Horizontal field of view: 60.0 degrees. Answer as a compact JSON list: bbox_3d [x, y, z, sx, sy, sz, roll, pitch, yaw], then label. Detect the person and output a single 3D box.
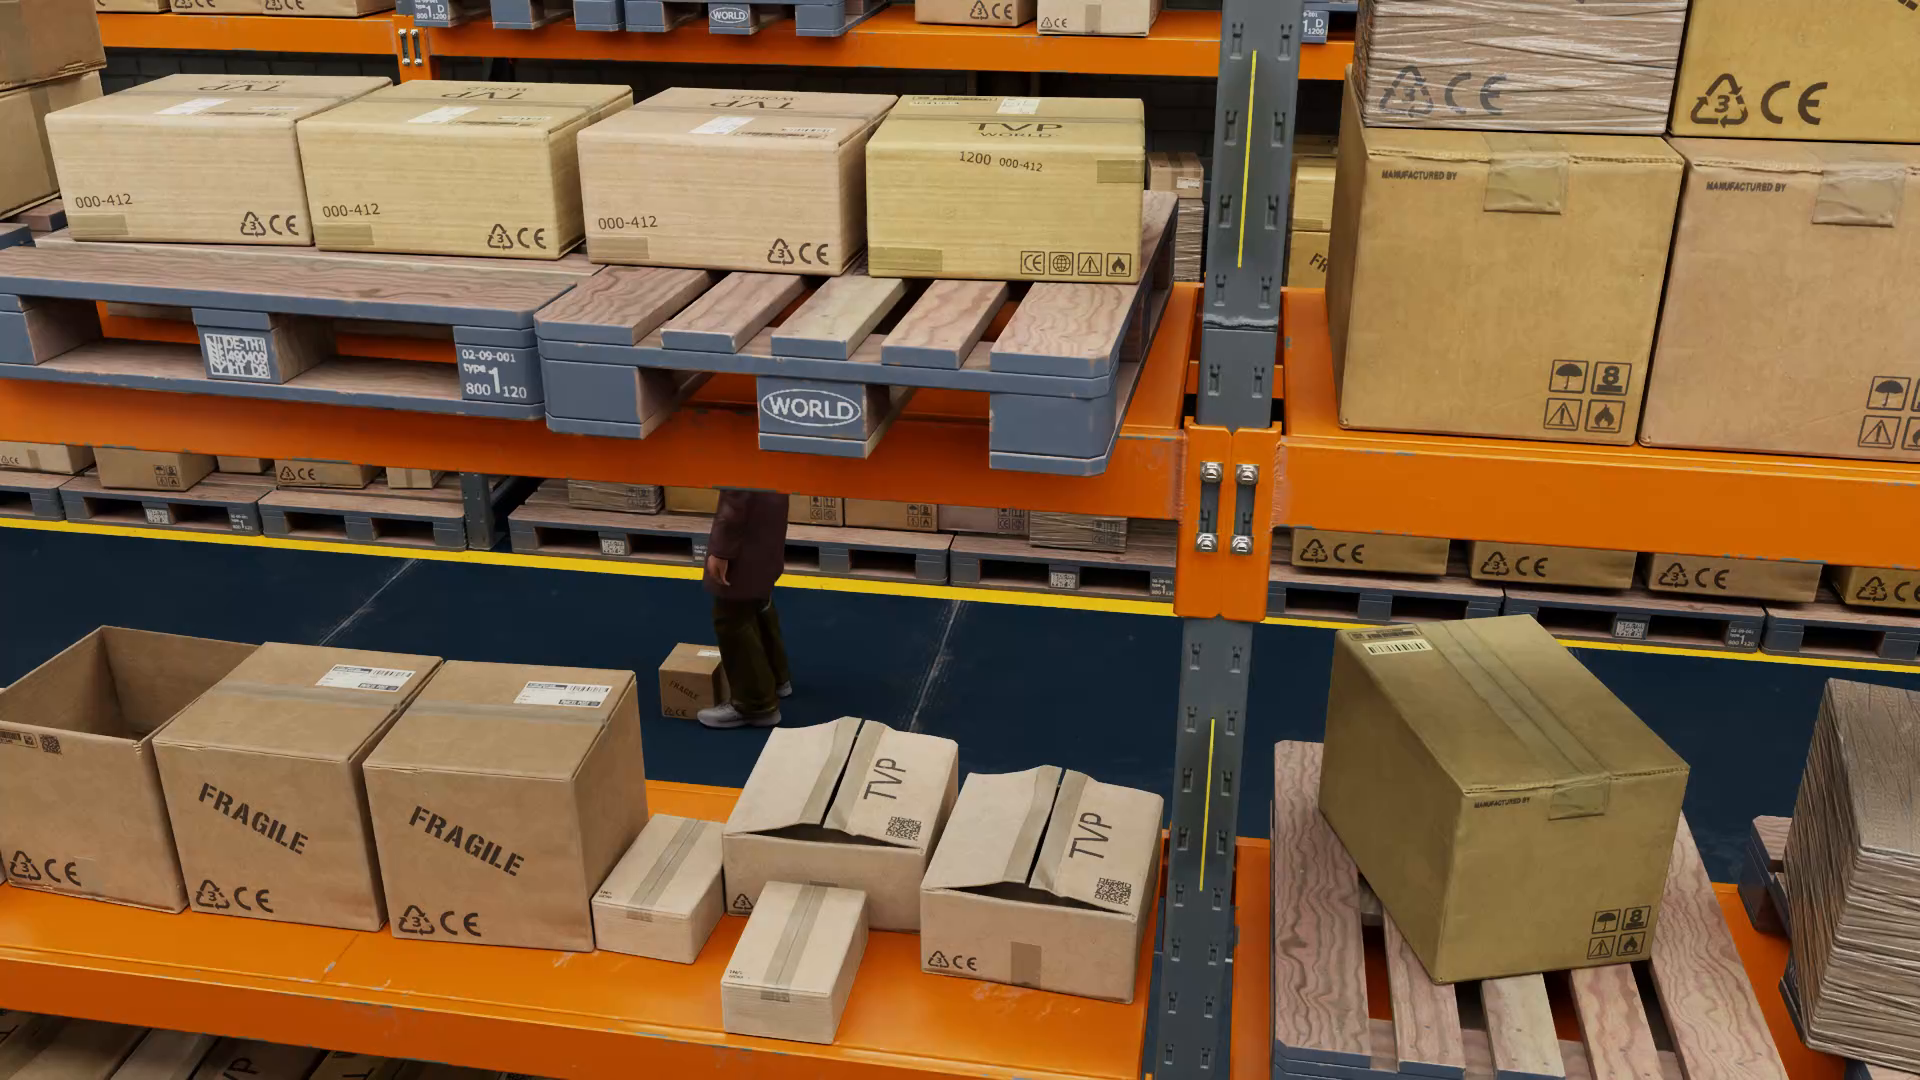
[{"bbox_3d":[-0.946,-0.037,7.205,0.424,1.773,0.641,3,25,7],"label":"person"}]
